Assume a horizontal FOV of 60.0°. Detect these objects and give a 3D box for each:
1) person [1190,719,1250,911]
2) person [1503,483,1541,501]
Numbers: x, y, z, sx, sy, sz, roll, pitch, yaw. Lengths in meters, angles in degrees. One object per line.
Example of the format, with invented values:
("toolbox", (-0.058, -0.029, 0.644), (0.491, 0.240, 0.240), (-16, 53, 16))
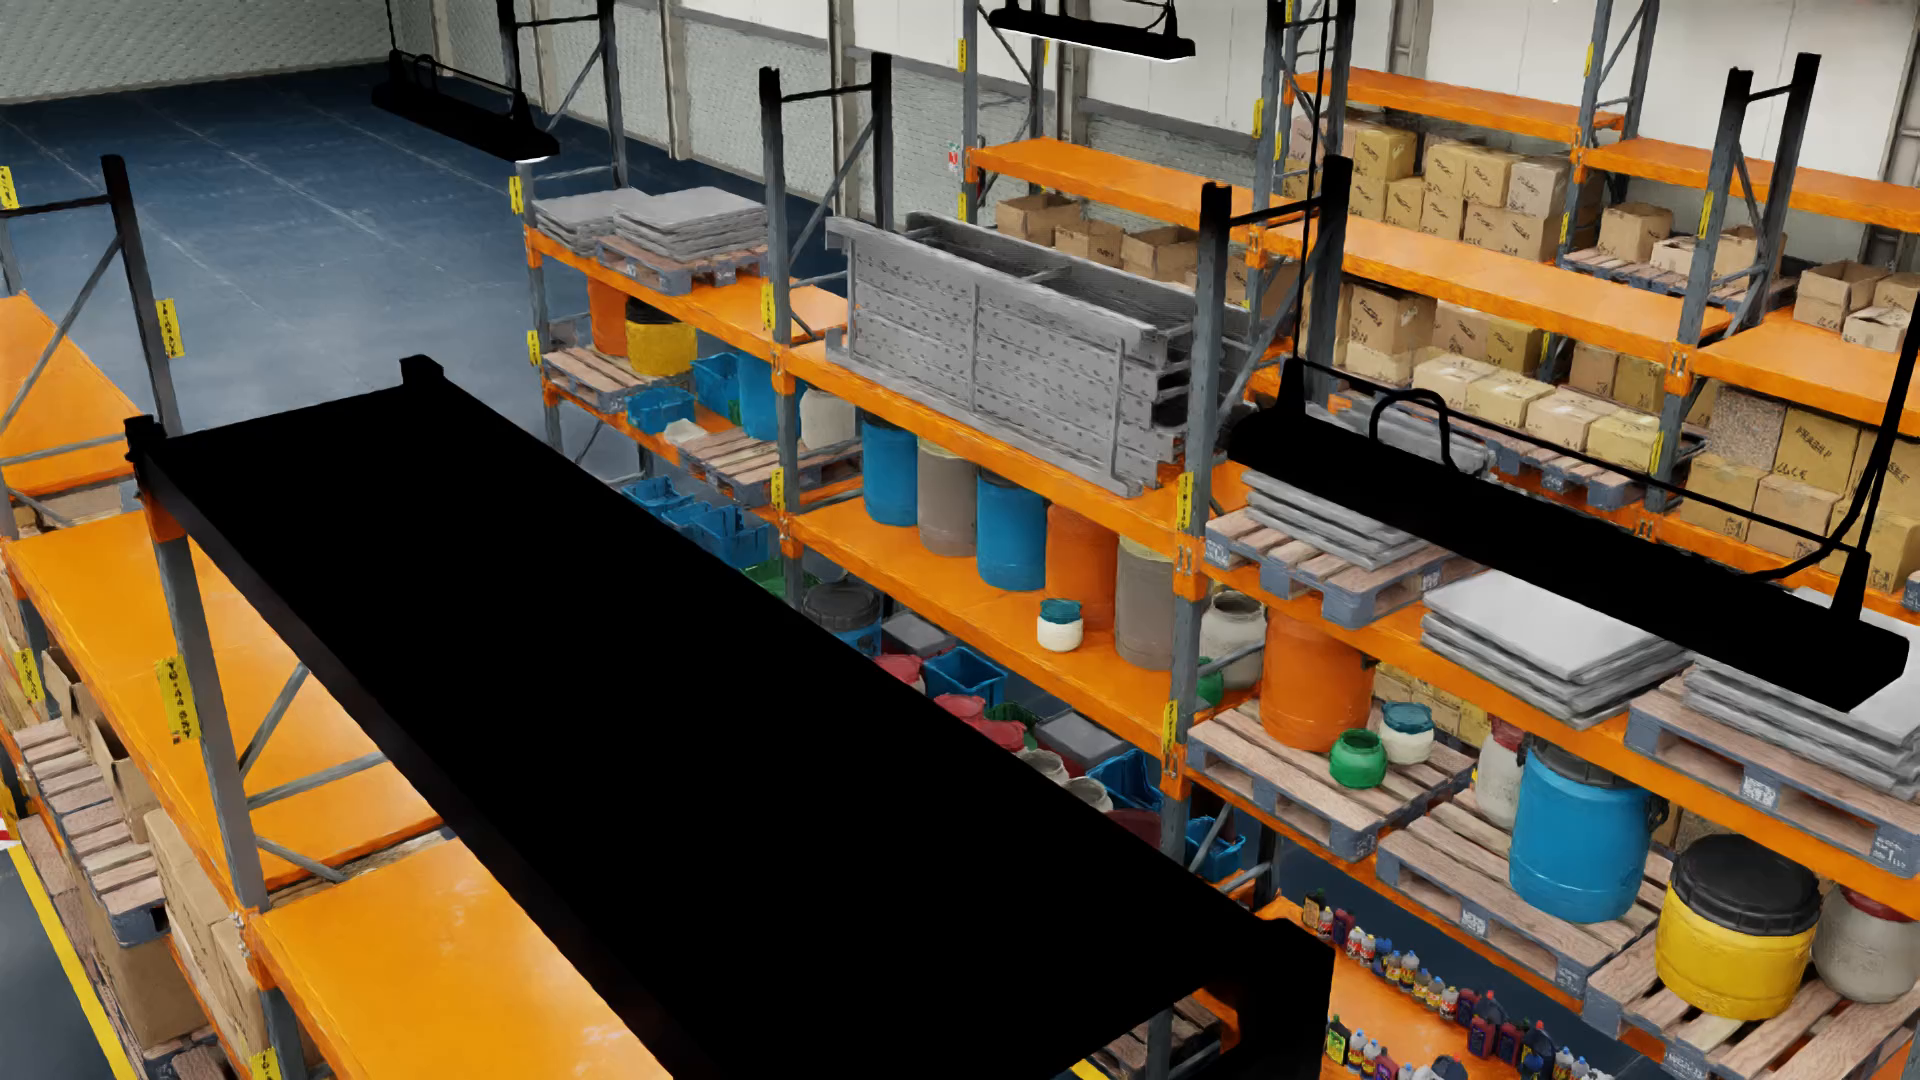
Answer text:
("person", (1.837, 2.015, 12.029), (0.628, 1.772, 0.697), (-11, 28, -21))
("person", (6.000, -0.631, 17.696), (0.811, 1.608, 0.630), (16, 30, 30))
